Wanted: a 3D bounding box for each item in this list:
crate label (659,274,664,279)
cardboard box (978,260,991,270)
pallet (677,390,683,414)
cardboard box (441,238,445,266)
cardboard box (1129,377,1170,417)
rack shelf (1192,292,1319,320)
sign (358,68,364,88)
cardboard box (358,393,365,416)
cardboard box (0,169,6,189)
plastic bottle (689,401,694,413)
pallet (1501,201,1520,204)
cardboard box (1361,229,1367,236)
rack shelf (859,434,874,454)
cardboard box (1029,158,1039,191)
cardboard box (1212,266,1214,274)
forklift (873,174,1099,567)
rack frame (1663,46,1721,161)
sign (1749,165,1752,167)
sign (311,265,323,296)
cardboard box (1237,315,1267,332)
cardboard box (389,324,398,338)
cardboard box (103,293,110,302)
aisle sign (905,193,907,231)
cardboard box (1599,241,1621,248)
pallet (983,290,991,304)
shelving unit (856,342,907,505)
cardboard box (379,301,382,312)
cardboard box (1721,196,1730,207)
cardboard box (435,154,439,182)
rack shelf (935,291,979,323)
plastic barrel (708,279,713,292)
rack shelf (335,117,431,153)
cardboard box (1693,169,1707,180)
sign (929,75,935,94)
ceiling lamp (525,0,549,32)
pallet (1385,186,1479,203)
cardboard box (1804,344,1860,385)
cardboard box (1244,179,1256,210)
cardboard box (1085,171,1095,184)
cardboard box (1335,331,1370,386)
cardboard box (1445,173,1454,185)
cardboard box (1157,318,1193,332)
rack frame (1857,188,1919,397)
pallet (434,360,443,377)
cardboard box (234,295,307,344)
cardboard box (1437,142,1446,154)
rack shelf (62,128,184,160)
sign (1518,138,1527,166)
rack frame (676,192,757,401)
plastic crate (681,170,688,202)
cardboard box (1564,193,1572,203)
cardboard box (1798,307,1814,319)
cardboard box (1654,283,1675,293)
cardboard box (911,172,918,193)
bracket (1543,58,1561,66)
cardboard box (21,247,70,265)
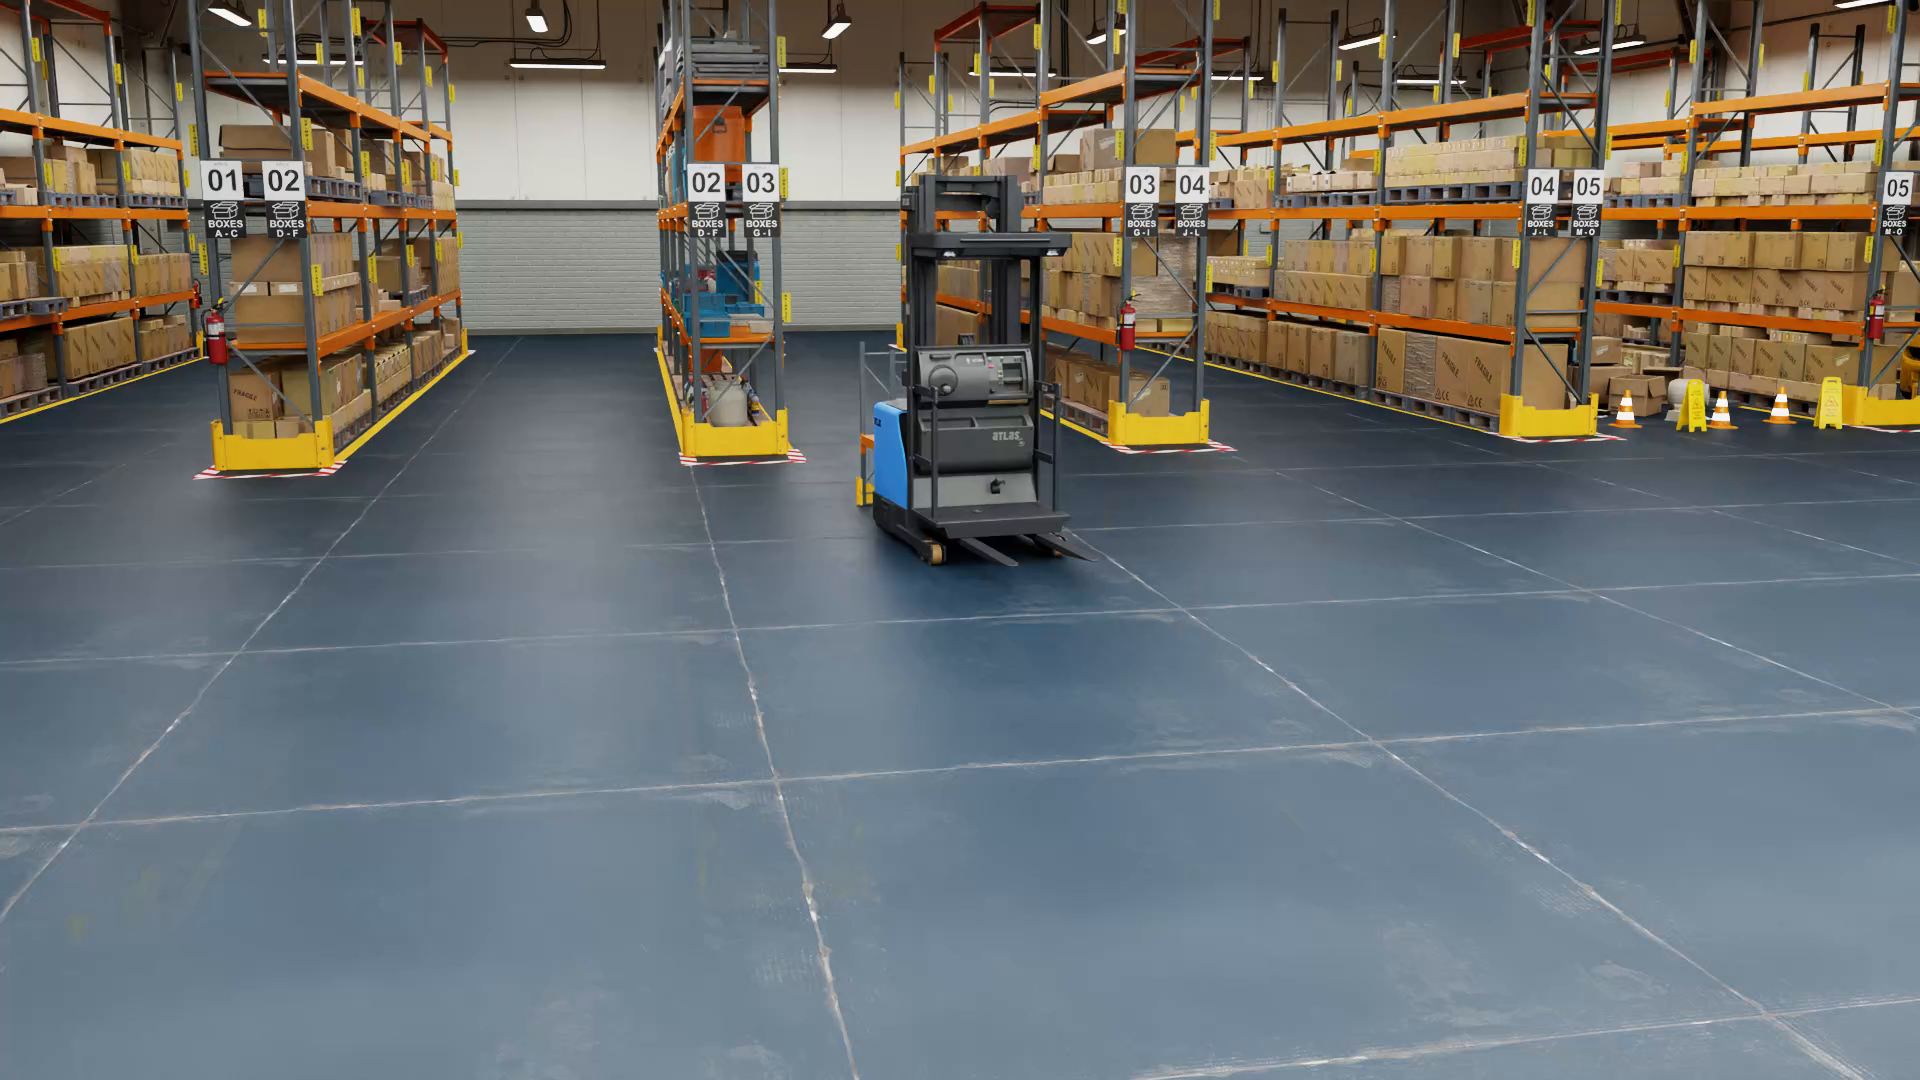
[{"bbox_3d":[-5.871,-5.268,33.639,0.416,0.233,0.303,-2,11,-11],"label":"crate label"},{"bbox_3d":[0.692,-4.768,27.772,0.797,0.503,0.637,-2,11,-9],"label":"cardboard box"},{"bbox_3d":[-3.453,-1.950,23.377,1.003,0.211,1.213,-2,11,-11],"label":"pallet"},{"bbox_3d":[-9.594,-5.197,30.035,0.500,0.500,0.500,-2,11,-13],"label":"cardboard box"},{"bbox_3d":[2.269,-1.717,20.258,0.500,0.500,0.500,0,11,0],"label":"cardboard box"},{"bbox_3d":[5.314,-4.266,30.012,1.077,0.370,4.000,-2,11,-11],"label":"rack shelf"},{"bbox_3d":[-10.213,-7.893,28.391,0.100,0.325,0.005,-2,11,-11],"label":"sign"},{"bbox_3d":[-7.729,-1.684,20.753,0.500,0.250,0.500,-2,11,-11],"label":"cardboard box"},{"bbox_3d":[-13.596,-4.844,22.770,0.797,0.503,0.637,-1,11,-3],"label":"cardboard box"},{"bbox_3d":[-3.271,-1.606,20.419,0.097,0.201,0.097,0,11,0],"label":"plastic bottle"},{"bbox_3d":[10.362,-5.948,29.409,1.213,0.211,1.003,-2,11,-8],"label":"pallet"},{"bbox_3d":[8.840,-6.605,35.700,0.380,0.149,0.250,-2,11,-9],"label":"cardboard box"},{"bbox_3d":[-0.520,-0.814,14.922,0.538,0.185,1.000,-3,11,-18],"label":"rack shelf"},{"bbox_3d":[1.418,-5.350,24.363,0.797,0.503,0.637,-2,11,-9],"label":"cardboard box"},{"bbox_3d":[4.760,-4.935,30.353,0.380,0.149,0.250,-2,11,-9],"label":"cardboard box"},{"bbox_3d":[0.193,-1.329,12.841,1.130,2.935,3.031,-3,11,-18],"label":"forklift"},{"bbox_3d":[14.629,-8.313,33.307,1.000,3.000,0.127,-2,11,-11],"label":"rack frame"},{"bbox_3d":[11.848,-5.466,24.989,0.100,0.325,0.005,-2,11,-11],"label":"sign"},{"bbox_3d":[-6.798,-2.747,17.582,0.100,0.325,0.005,-2,11,-11],"label":"sign"},{"bbox_3d":[5.204,-3.808,29.236,0.500,0.250,0.500,-2,11,-10],"label":"cardboard box"},{"bbox_3d":[-9.530,-3.449,27.296,0.500,0.250,0.500,-2,11,-12],"label":"cardboard box"},{"bbox_3d":[-14.022,-3.931,26.944,0.380,0.149,0.250,-2,11,-11],"label":"cardboard box"},{"bbox_3d":[-1.046,-6.838,34.645,0.394,0.787,0.004,-2,11,-11],"label":"aisle sign"},{"bbox_3d":[13.968,-6.172,35.704,0.500,0.500,0.500,-2,11,-10],"label":"cardboard box"},{"bbox_3d":[1.062,-3.870,26.519,1.213,0.211,1.003,-2,11,-11],"label":"pallet"},{"bbox_3d":[-0.523,-0.992,14.897,0.587,1.500,1.083,-3,11,-18],"label":"shelving unit"},{"bbox_3d":[-8.596,-3.376,24.084,0.380,0.149,0.250,-1,11,-7],"label":"cardboard box"},{"bbox_3d":[11.290,-4.910,24.122,0.380,0.149,0.250,-2,11,-11],"label":"cardboard box"},{"bbox_3d":[-9.871,-6.755,30.200,0.700,0.500,0.500,-2,11,-11],"label":"cardboard box"},{"bbox_3d":[0.430,-4.104,29.162,1.077,0.370,4.000,-2,11,-11],"label":"rack shelf"},{"bbox_3d":[-3.548,-3.708,24.854,0.421,0.512,0.421,0,11,0],"label":"plastic barrel"},{"bbox_3d":[-9.288,-6.495,26.749,1.077,0.370,4.000,-2,11,-11],"label":"rack shelf"},{"bbox_3d":[11.058,-5.390,24.509,0.380,0.149,0.250,-2,11,-12],"label":"cardboard box"},{"bbox_3d":[-0.509,-8.293,30.277,0.100,0.325,0.005,-2,11,-11],"label":"sign"},{"bbox_3d":[-6.864,-10.224,27.735,0.800,3.185,2.000,-2,11,-11],"label":"ceiling lamp"},{"bbox_3d":[6.630,-4.799,23.101,1.003,0.211,1.213,-2,11,-11],"label":"pallet"},{"bbox_3d":[11.684,-2.345,22.222,0.500,0.500,0.500,-2,11,-11],"label":"cardboard box"},{"bbox_3d":[5.233,-5.962,28.709,0.500,0.500,0.500,-2,11,-11],"label":"cardboard box"},{"bbox_3d":[1.768,-4.498,20.618,0.380,0.149,0.250,-3,11,-14],"label":"cardboard box"},{"bbox_3d":[6.272,-2.731,24.916,1.050,0.750,0.750,-2,11,-11],"label":"cardboard box"},{"bbox_3d":[6.566,-4.719,21.729,0.380,0.149,0.250,-2,11,-10],"label":"cardboard box"},{"bbox_3d":[2.553,-2.561,19.802,0.380,0.149,0.250,-2,11,-11],"label":"cardboard box"},{"bbox_3d":[12.095,-2.984,21.352,1.000,3.000,0.127,-2,11,-11],"label":"rack frame"},{"bbox_3d":[-9.482,-2.947,28.617,1.003,0.211,1.213,-2,11,-11],"label":"pallet"},{"bbox_3d":[-7.422,-2.399,18.013,0.700,0.500,0.500,-2,11,-11],"label":"cardboard box"},{"bbox_3d":[6.515,-5.158,21.902,0.380,0.149,0.250,-2,11,-11],"label":"cardboard box"},{"bbox_3d":[-14.925,-7.048,29.654,1.077,0.370,4.000,-2,11,-11],"label":"rack shelf"},{"bbox_3d":[6.724,-4.638,19.863,0.100,0.325,0.005,-2,11,-11],"label":"sign"},{"bbox_3d":[-3.262,-3.177,22.367,1.000,3.000,0.127,-2,11,-11],"label":"rack frame"},{"bbox_3d":[-3.150,-4.248,20.013,0.392,0.384,0.575,-2,11,-11],"label":"plastic crate"},{"bbox_3d":[10.483,-5.748,28.211,0.396,0.266,0.258,-2,11,-11],"label":"cardboard box"},{"bbox_3d":[11.546,-3.058,22.412,0.380,0.149,0.250,-2,11,-10],"label":"cardboard box"},{"bbox_3d":[10.946,-3.885,25.634,0.380,0.149,0.250,-2,11,-10],"label":"cardboard box"},{"bbox_3d":[-0.593,-7.135,33.482,0.700,0.500,0.500,-3,11,-13],"label":"cardboard box"},{"bbox_3d":[13.944,-11.253,39.127,0.235,0.232,0.430,-2,11,-11],"label":"bracket"},{"bbox_3d":[-13.599,-4.222,24.734,0.500,0.250,0.500,-2,11,-10],"label":"cardboard box"}]
